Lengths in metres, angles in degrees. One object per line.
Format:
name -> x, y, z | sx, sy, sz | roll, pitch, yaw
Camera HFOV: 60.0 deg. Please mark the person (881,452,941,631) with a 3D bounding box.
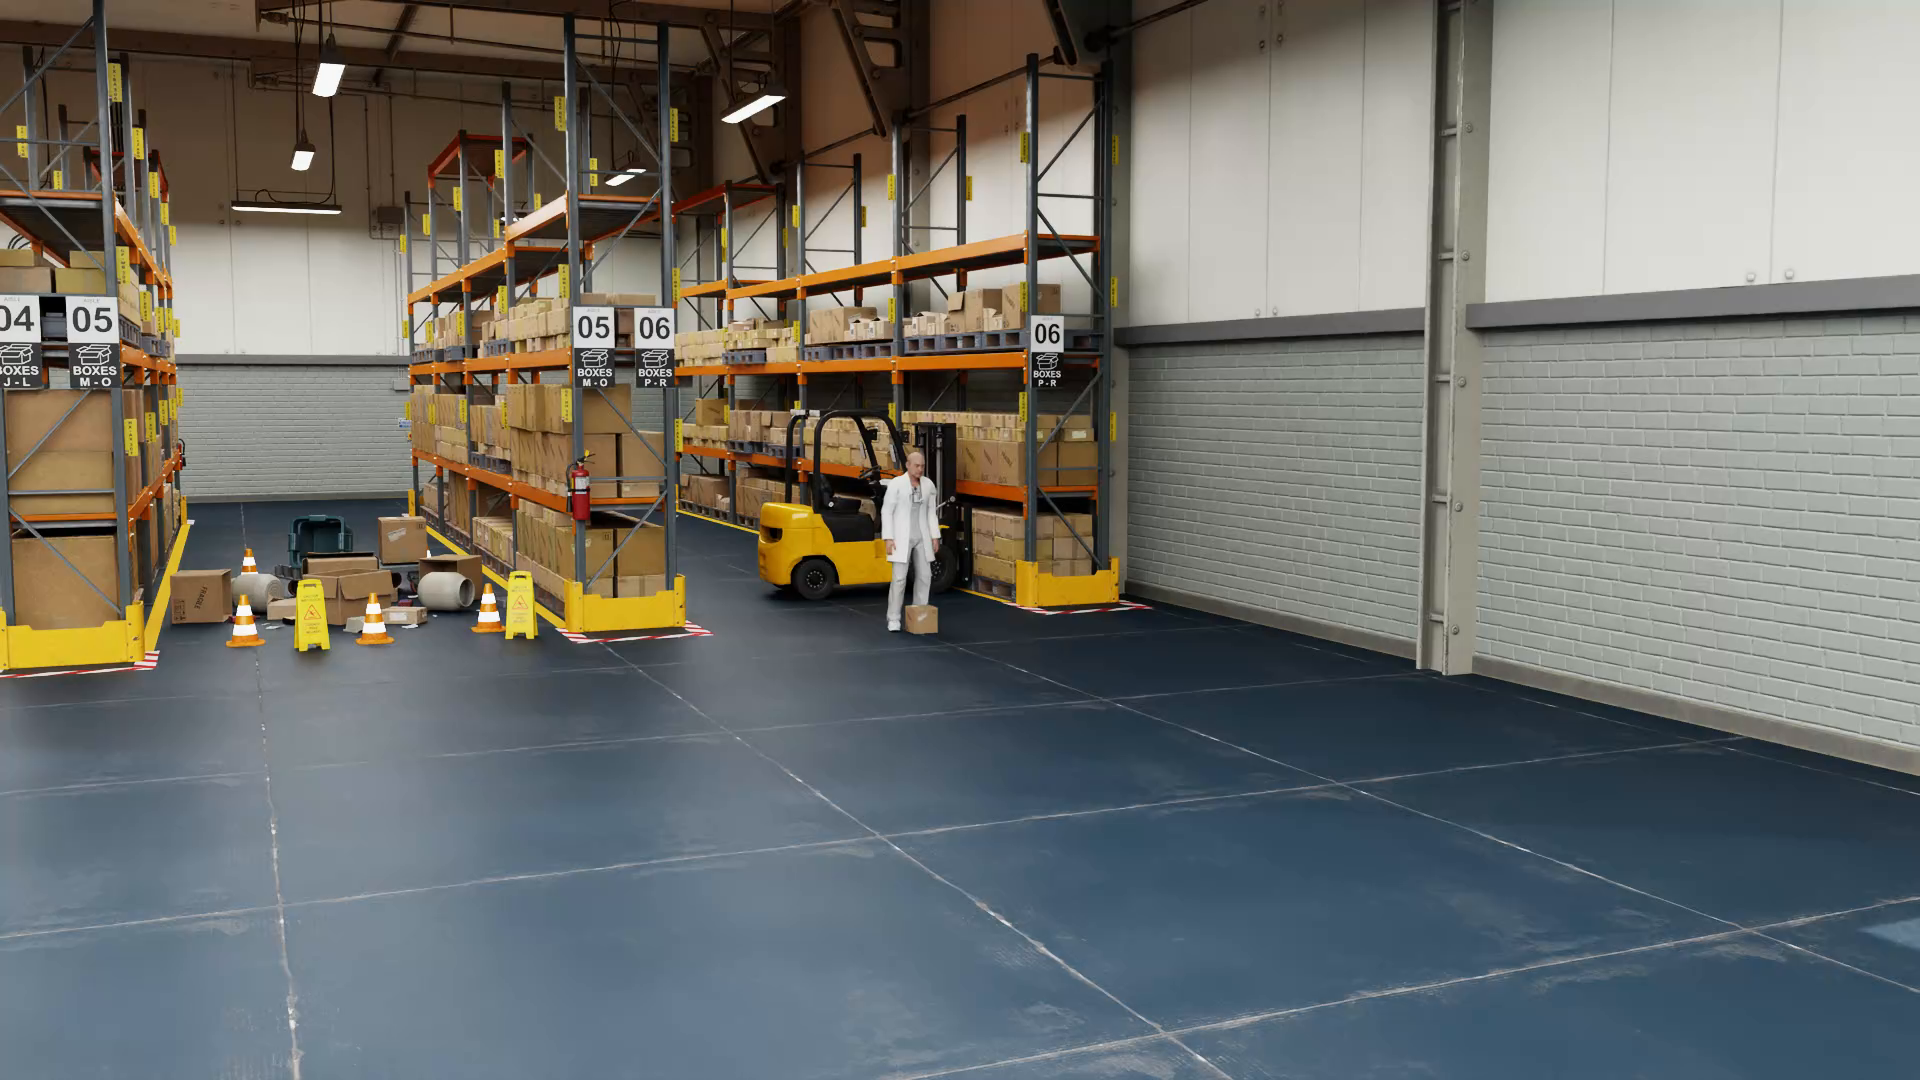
person -> -0.481, 0.006, 16.631 | 0.645, 1.772, 0.429 | -3, 6, -27
